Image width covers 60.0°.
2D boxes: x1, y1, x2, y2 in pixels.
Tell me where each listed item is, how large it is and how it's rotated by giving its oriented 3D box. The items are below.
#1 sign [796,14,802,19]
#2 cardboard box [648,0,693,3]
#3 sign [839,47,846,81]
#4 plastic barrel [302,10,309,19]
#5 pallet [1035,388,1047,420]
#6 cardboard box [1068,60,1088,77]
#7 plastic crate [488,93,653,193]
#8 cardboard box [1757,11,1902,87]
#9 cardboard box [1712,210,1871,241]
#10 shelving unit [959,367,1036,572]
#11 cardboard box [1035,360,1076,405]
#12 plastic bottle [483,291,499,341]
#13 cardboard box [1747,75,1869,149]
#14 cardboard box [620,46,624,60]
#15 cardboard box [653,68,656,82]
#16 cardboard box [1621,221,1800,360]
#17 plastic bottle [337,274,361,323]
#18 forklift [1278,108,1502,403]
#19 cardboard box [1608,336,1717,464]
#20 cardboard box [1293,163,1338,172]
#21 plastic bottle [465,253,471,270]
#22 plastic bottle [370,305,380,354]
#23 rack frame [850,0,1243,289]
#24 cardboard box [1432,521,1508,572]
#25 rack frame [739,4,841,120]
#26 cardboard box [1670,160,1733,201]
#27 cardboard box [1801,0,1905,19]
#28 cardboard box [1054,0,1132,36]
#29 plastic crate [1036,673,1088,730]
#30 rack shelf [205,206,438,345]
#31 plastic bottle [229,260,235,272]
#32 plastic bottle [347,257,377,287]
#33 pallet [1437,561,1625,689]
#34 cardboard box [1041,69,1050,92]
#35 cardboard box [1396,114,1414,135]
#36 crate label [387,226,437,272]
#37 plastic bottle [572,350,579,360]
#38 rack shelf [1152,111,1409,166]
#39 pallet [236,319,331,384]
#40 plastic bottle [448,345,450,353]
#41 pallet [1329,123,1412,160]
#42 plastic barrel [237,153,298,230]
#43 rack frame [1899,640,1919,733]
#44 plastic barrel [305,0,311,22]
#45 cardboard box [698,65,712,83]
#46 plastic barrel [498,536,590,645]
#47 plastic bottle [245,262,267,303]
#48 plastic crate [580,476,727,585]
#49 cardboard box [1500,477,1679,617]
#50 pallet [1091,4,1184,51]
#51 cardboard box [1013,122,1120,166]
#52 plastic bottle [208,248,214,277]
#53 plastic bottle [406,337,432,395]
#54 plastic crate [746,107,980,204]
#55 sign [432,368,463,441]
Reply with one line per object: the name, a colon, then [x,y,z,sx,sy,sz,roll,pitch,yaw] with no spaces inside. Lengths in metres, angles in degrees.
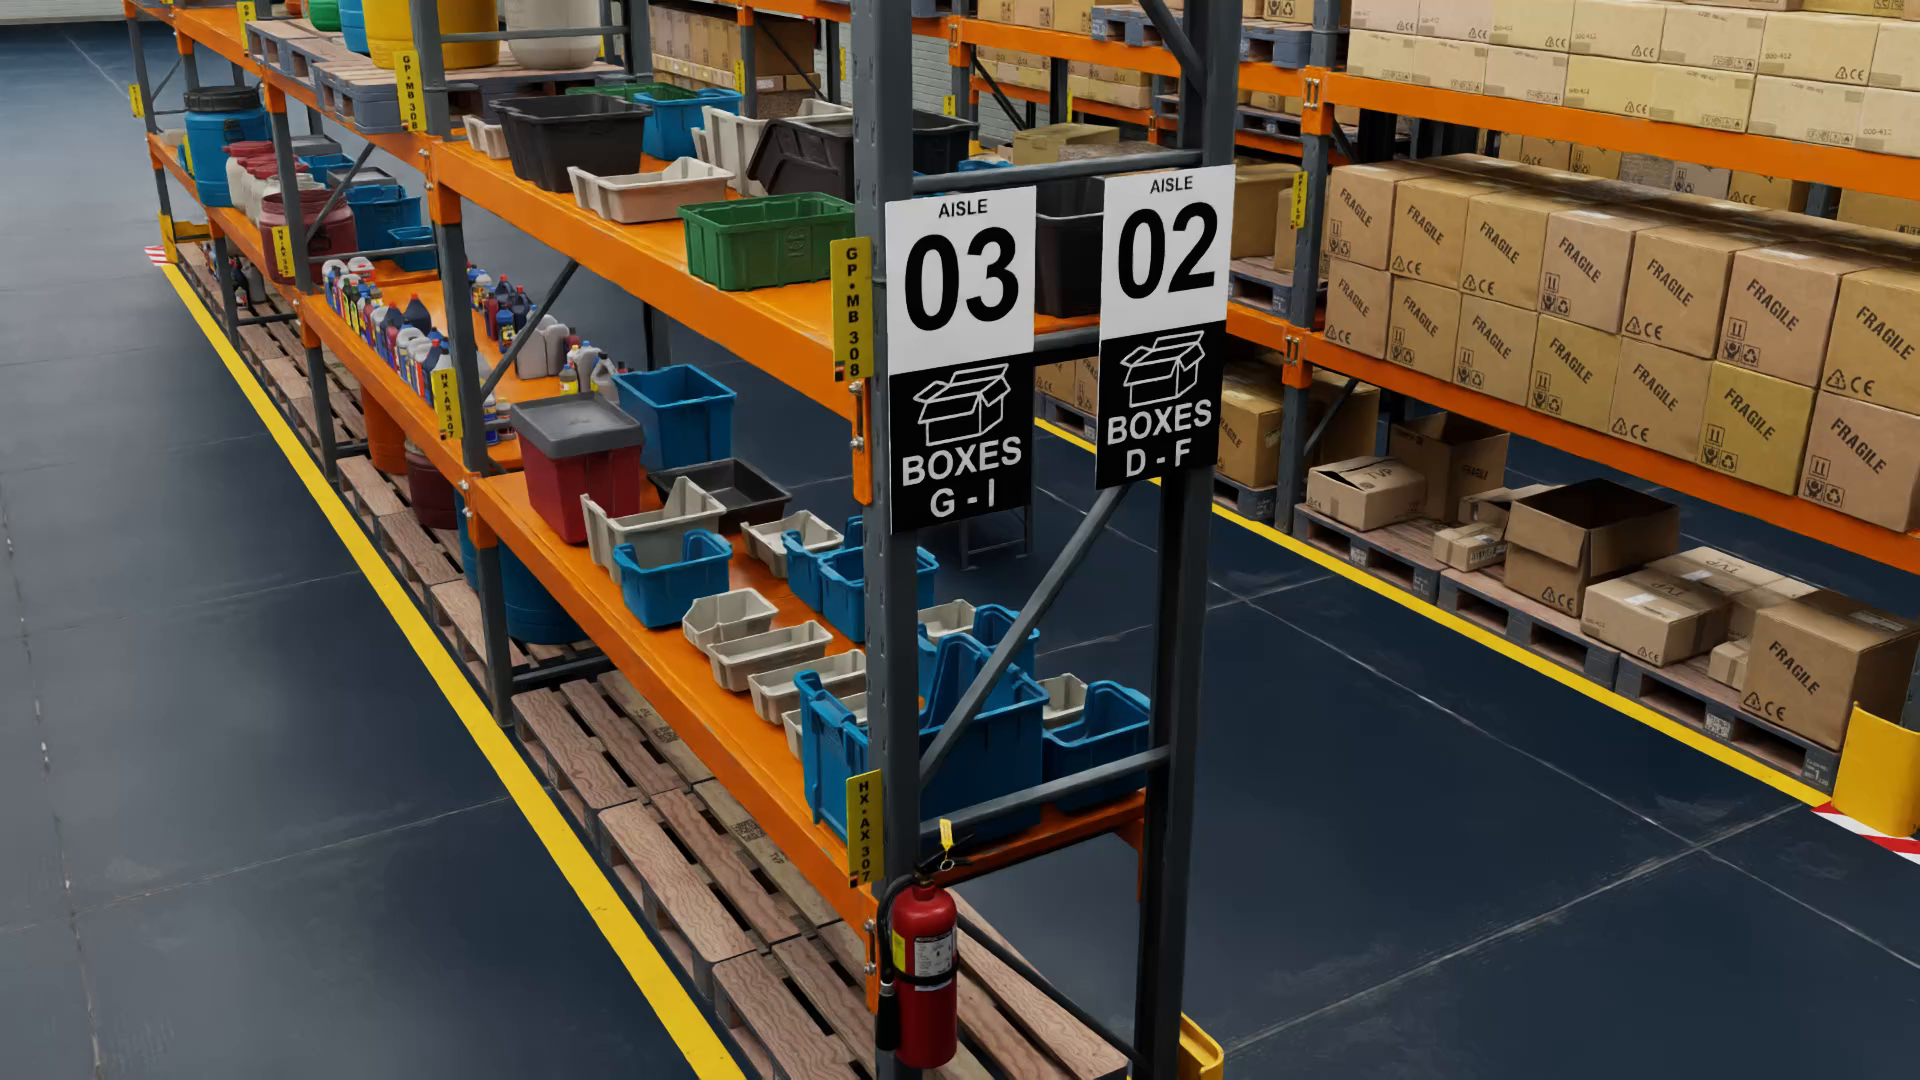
sign: [-2.822,-9.280,29.112,0.001,0.329,0.234,-13,25,-28]
cardboard box: [-3.437,-5.898,18.983,0.700,0.500,0.500,-13,25,-28]
sign: [-1.187,-4.734,16.542,0.100,0.325,0.005,-13,25,-28]
plastic barrel: [-4.036,-3.268,10.591,0.294,0.245,0.294,0,22,0]
pallet: [0.744,-1.291,13.208,1.003,0.211,1.213,-13,25,-28]
cardboard box: [1.593,-5.787,19.742,0.500,0.500,0.500,-13,26,-30]
plastic crate: [-1.423,-1.460,6.109,0.497,0.269,0.590,-13,25,-28]
cardboard box: [3.744,-2.073,6.980,0.500,0.250,0.500,-13,25,-28]
cardboard box: [3.956,-1.277,8.008,0.500,0.500,0.500,-12,25,-28]
shelving unit: [-0.044,-0.722,10.097,0.538,1.500,1.048,-13,25,-28]
cardboard box: [0.906,-1.344,12.369,0.500,0.500,0.500,-13,25,-29]
plastic bottle: [-2.738,-1.320,9.730,0.061,0.283,0.133,-13,25,-28]
cardboard box: [3.746,-1.842,7.075,0.500,0.250,0.500,-13,25,-28]
cardboard box: [-3.677,-5.600,19.111,0.380,0.149,0.250,-13,25,-29]
cardboard box: [-3.192,-5.145,18.854,0.700,0.500,0.500,-12,25,-27]
cardboard box: [3.490,-1.173,7.754,0.500,0.500,0.500,-12,25,-27]
plastic bottle: [-3.686,-1.471,10.111,0.152,0.276,0.135,-13,25,-28]
forklift: [3.920,-2.862,13.460,1.130,2.935,3.031,20,30,40]
cardboard box: [3.500,-0.711,7.944,0.500,0.500,0.500,-12,25,-28]
cardboard box: [3.735,-3.764,17.328,0.500,0.250,0.500,-13,25,-28]
plastic bottle: [-3.174,-1.703,10.672,0.061,0.283,0.133,-13,25,-28]
plastic bottle: [-3.297,-1.202,9.456,0.097,0.271,0.097,0,22,0]
rack frame: [0.221,-2.070,3.453,1.000,3.000,0.127,-13,25,-28]
cardboard box: [2.917,0.027,9.439,0.380,0.166,0.250,-13,25,-28]
rack frame: [-1.649,-4.127,16.481,1.000,3.000,0.127,-13,25,-28]
cardboard box: [5.973,-2.949,13.028,0.500,0.500,0.500,-12,25,-28]
cardboard box: [4.022,-2.483,6.991,0.700,0.500,0.500,-13,25,-28]
cardboard box: [1.173,-3.800,11.560,0.910,0.500,0.500,-13,25,-28]
plastic crate: [0.285,0.541,5.268,0.250,0.136,0.298,-13,25,-28]
rack shelf: [-4.887,-2.194,12.682,1.077,0.370,4.000,-13,25,-28]
plastic bottle: [-6.584,-2.367,15.085,0.144,0.351,0.185,-14,26,-31]
plastic bottle: [-3.792,-1.650,10.552,0.152,0.276,0.135,-13,25,-28]
pallet: [3.415,0.373,9.114,1.003,0.211,1.213,-13,25,-28]
cardboard box: [1.330,-5.601,20.280,0.500,0.250,0.500,-12,25,-28]
cardboard box: [4.403,-4.186,15.910,0.700,0.500,0.500,-16,27,-34]
crate label: [-3.759,-2.011,11.498,0.303,0.233,0.416,-13,25,-28]
plastic bottle: [-2.004,-0.909,8.829,0.097,0.201,0.097,0,22,0]
rack shelf: [3.630,-4.100,17.370,1.077,0.370,4.000,-13,25,-28]
pallet: [-5.474,-1.637,14.058,1.003,0.211,1.213,-13,25,-28]
plastic bottle: [-2.648,-0.903,8.720,0.097,0.271,0.097,0,22,0]
pallet: [4.196,-3.907,16.195,1.213,0.211,1.003,-13,25,-28]
plastic barrel: [-5.234,-2.649,12.664,0.433,0.535,0.433,0,22,0]
rack frame: [4.481,-0.242,6.924,1.000,3.000,0.127,-13,25,-28]
plastic barrel: [-3.578,-3.479,9.776,0.600,0.830,0.708,-13,25,-28]
cardboard box: [-2.490,-4.850,17.266,0.380,0.149,0.250,-13,25,-28]
plastic barrel: [-2.086,0.013,8.526,0.600,0.901,0.708,-13,25,-28]
plastic bottle: [-6.362,-2.333,15.000,0.144,0.351,0.185,-13,25,-28]
plastic crate: [-1.201,-0.029,6.476,0.437,0.282,0.530,-13,25,-28]
cardboard box: [3.402,0.023,9.003,0.797,0.503,0.637,-13,25,-28]
pallet: [1.633,-3.399,10.957,1.213,0.211,1.003,-13,25,-28]
cardboard box: [0.813,-2.891,12.749,0.500,0.500,0.700,17,28,36]
plastic bottle: [-7.119,-2.652,15.892,0.097,0.271,0.097,0,22,0]
plastic bottle: [-2.814,-0.918,8.752,0.152,0.276,0.135,-13,25,-28]
plastic crate: [-0.323,-1.199,5.376,0.504,0.338,0.767,-13,25,-28]
sign: [-2.296,-0.609,7.457,0.100,0.325,0.005,-13,25,-28]
